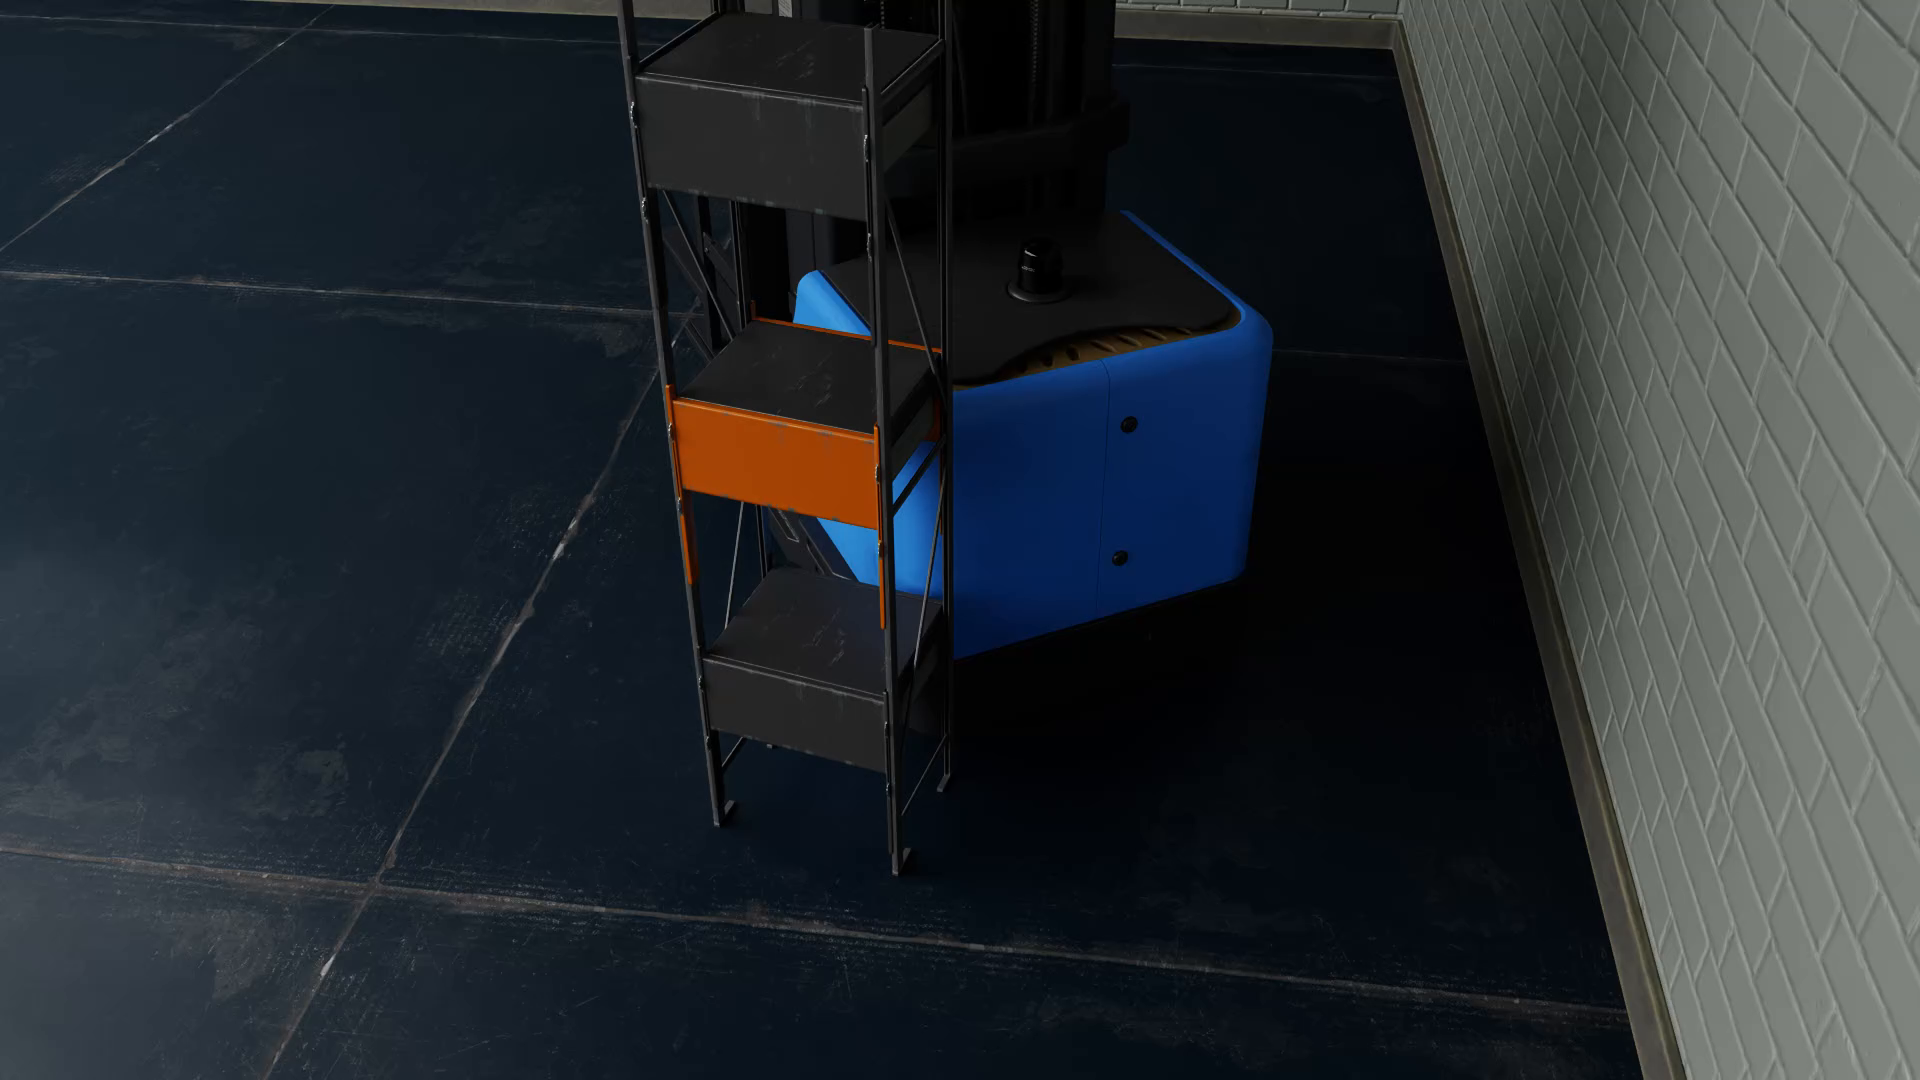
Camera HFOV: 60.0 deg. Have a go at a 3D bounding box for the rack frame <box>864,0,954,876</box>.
[{"bbox_3d":[-0.091,-0.137,3.635,0.015,2.100,0.400,12,37,16],"label":"rack frame"}]

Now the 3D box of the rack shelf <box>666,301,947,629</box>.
[{"bbox_3d":[-0.320,-0.175,3.711,0.480,0.518,0.431,12,37,16],"label":"rack shelf"}]

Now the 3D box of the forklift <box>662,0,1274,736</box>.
[{"bbox_3d":[-0.255,-1.523,4.861,1.130,2.935,3.031,-15,38,-20],"label":"forklift"}]

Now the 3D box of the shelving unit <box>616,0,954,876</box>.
[{"bbox_3d":[-0.320,-0.186,3.703,0.503,2.100,0.431,12,37,16],"label":"shelving unit"}]

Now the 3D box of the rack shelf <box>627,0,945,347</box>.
[{"bbox_3d":[-0.320,-0.744,3.304,0.480,0.518,0.431,12,37,16],"label":"rack shelf"}]

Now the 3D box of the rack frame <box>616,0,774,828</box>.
[{"bbox_3d":[-0.549,-0.234,3.771,0.015,2.100,0.400,12,37,16],"label":"rack frame"}]

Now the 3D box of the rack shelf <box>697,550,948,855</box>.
[{"bbox_3d":[-0.320,0.395,4.117,0.480,0.518,0.431,12,37,16],"label":"rack shelf"}]
